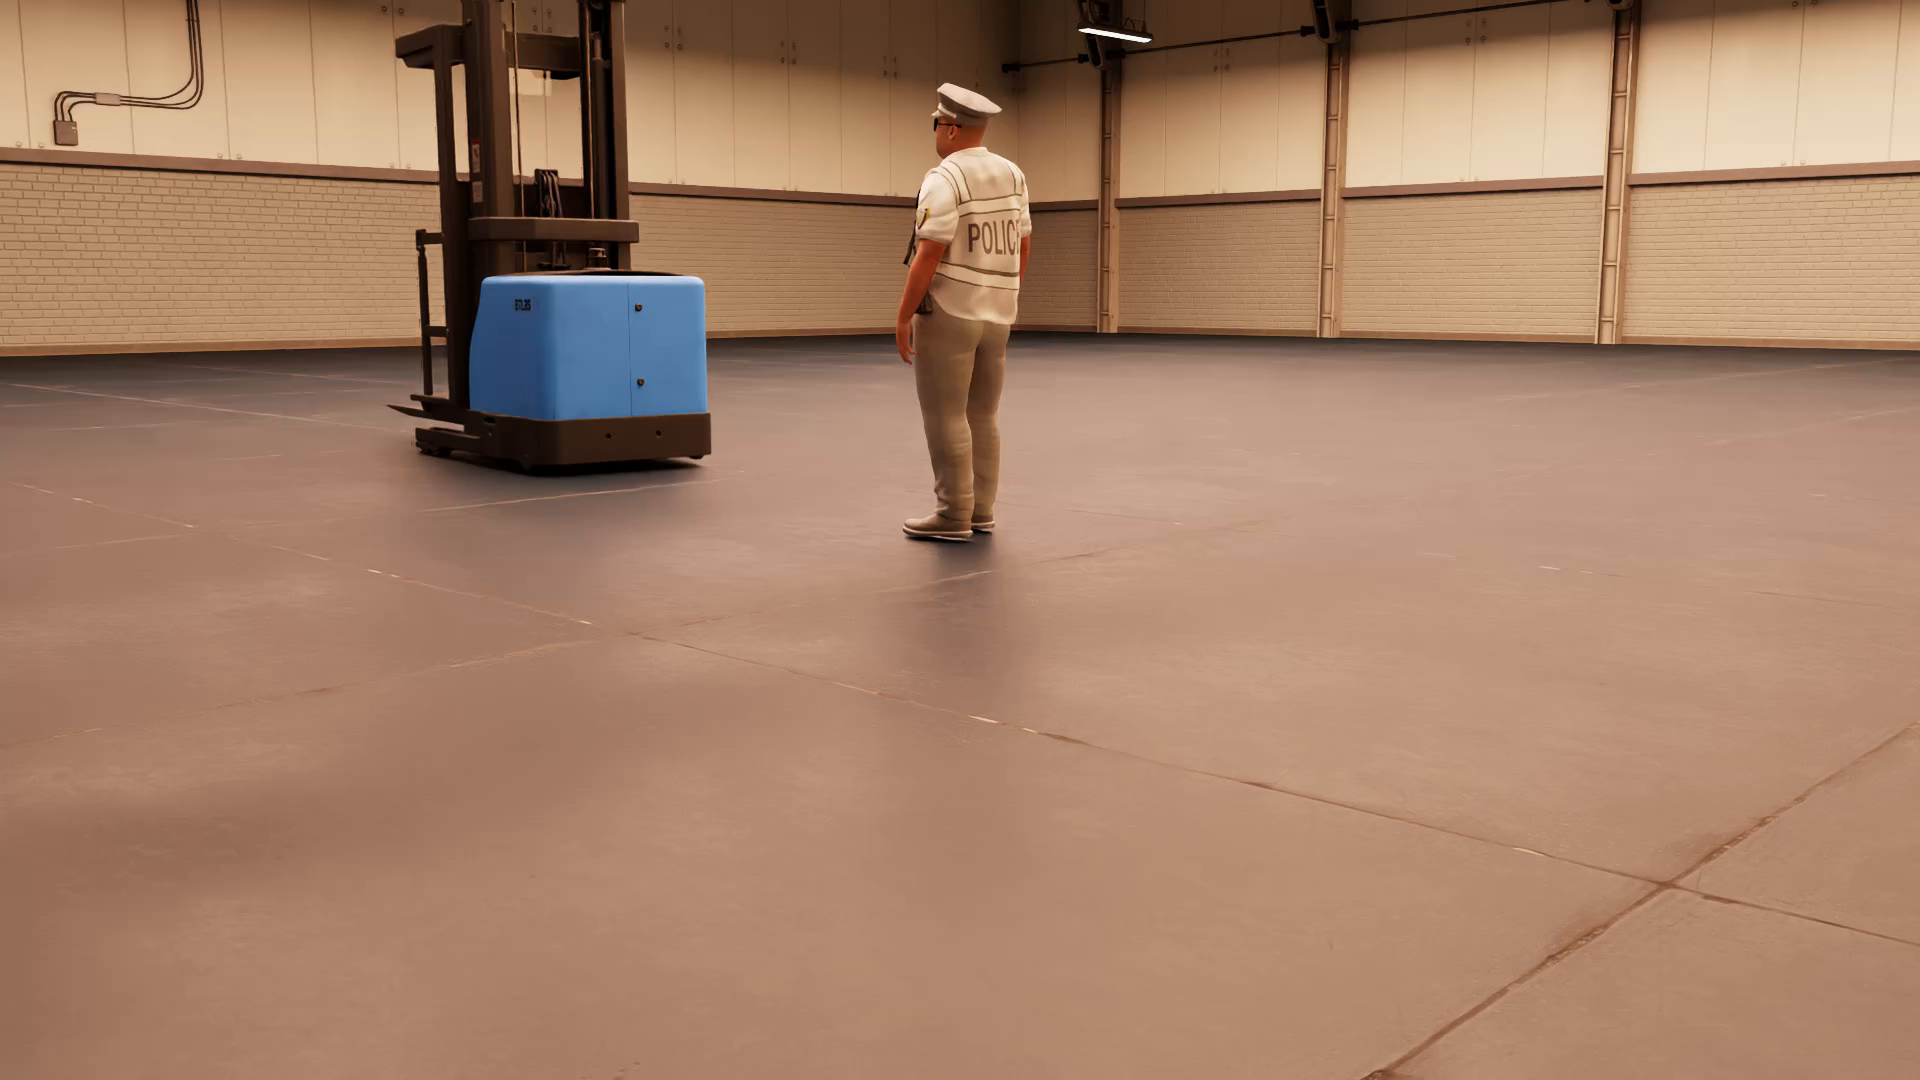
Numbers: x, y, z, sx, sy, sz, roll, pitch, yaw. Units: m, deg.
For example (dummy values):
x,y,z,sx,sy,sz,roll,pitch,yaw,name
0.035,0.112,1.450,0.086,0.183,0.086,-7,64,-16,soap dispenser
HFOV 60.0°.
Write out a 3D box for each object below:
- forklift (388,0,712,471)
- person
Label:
x,y,z,sx,sy,sz,roll,pitch,yaw,name
-2.708,-1.997,10.136,1.130,2.935,3.031,-6,11,-37,forklift
-0.047,-0.897,6.646,0.575,1.781,0.640,8,12,43,person
